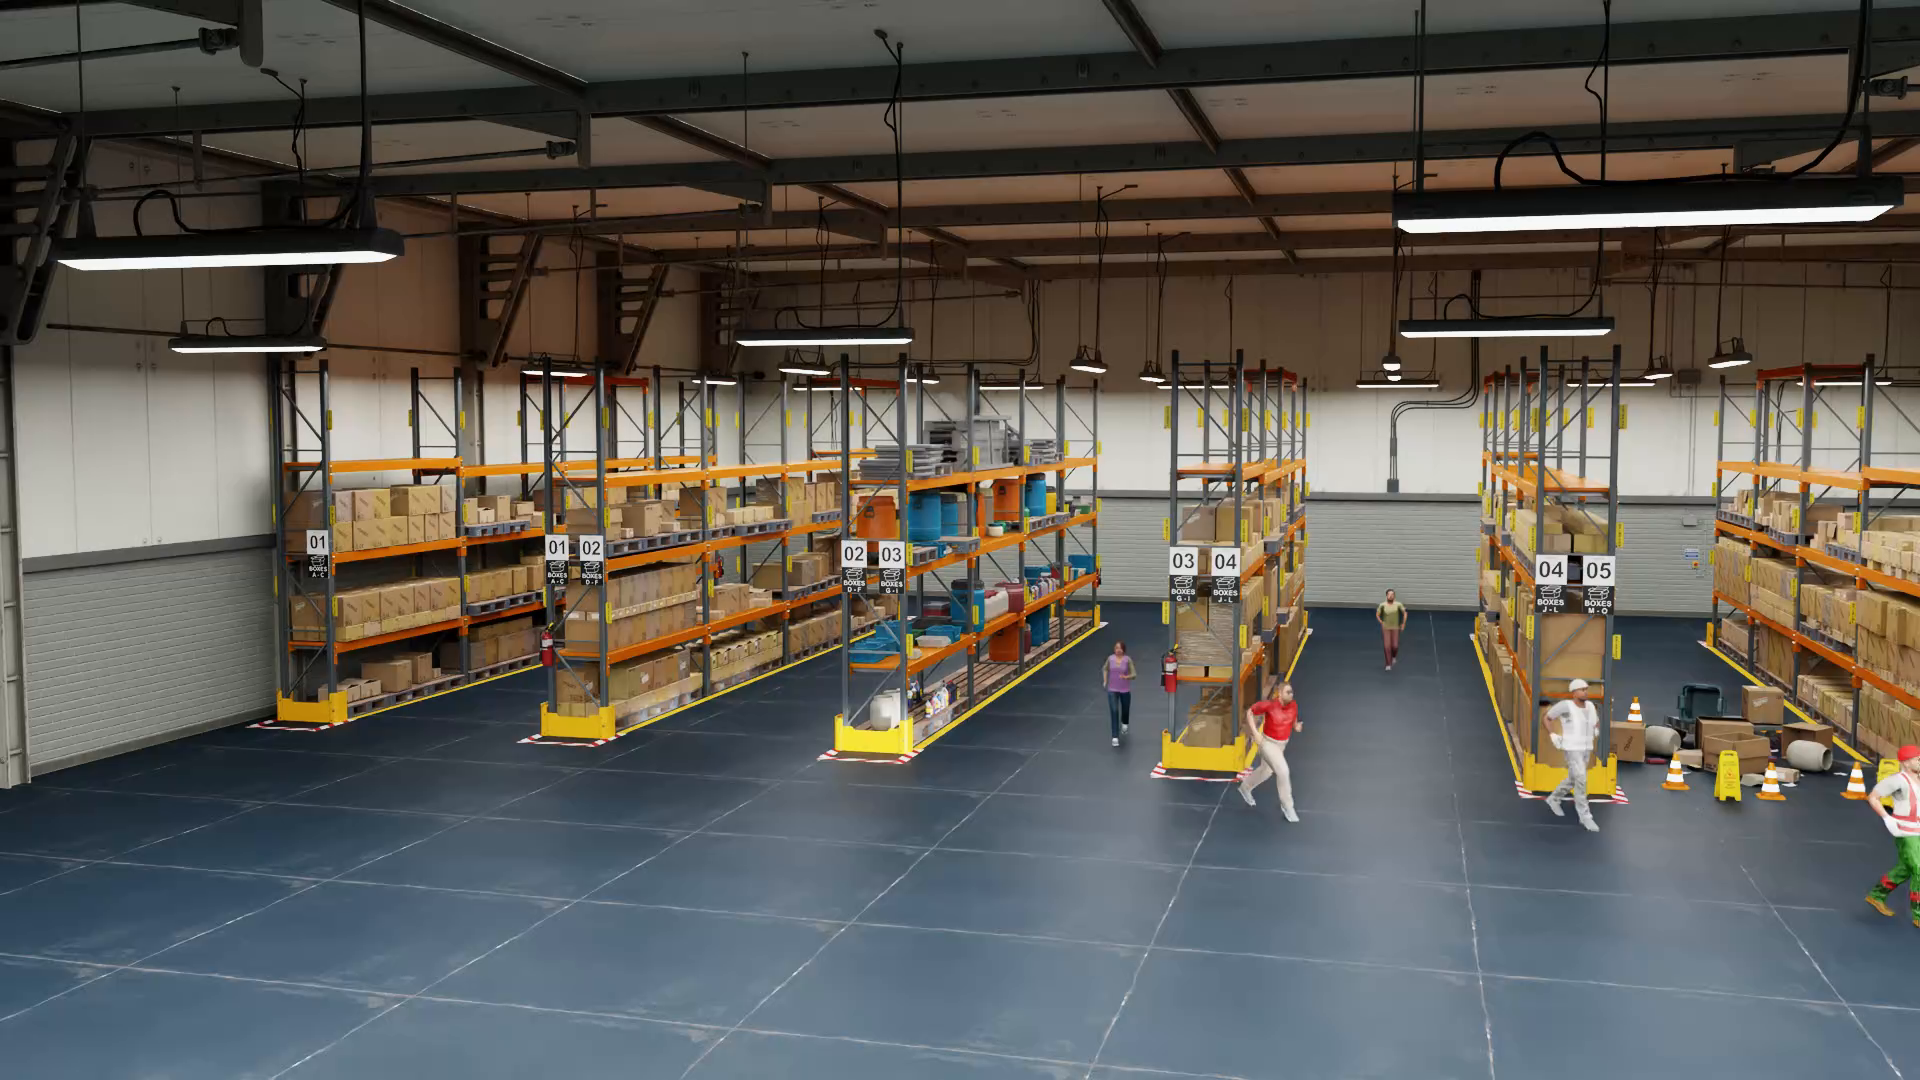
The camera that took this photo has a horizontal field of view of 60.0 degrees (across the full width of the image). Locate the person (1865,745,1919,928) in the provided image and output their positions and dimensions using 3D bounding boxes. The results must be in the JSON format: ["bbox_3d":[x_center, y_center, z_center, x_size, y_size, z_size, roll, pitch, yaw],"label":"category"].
[{"bbox_3d":[9.342,2.921,16.394,0.640,1.824,0.814,-3,5,-34],"label":"person"}]

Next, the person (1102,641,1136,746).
[{"bbox_3d":[2.459,2.344,25.756,0.543,1.576,0.866,1,4,8],"label":"person"}]

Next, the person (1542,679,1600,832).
[{"bbox_3d":[7.657,2.616,20.624,0.725,1.799,0.918,-2,5,-30],"label":"person"}]

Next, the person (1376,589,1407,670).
[{"bbox_3d":[8.659,1.792,33.406,0.610,1.630,0.569,1,4,12],"label":"person"}]

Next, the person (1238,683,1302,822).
[{"bbox_3d":[3.931,2.653,21.116,0.660,1.751,1.037,-4,6,-43],"label":"person"}]
